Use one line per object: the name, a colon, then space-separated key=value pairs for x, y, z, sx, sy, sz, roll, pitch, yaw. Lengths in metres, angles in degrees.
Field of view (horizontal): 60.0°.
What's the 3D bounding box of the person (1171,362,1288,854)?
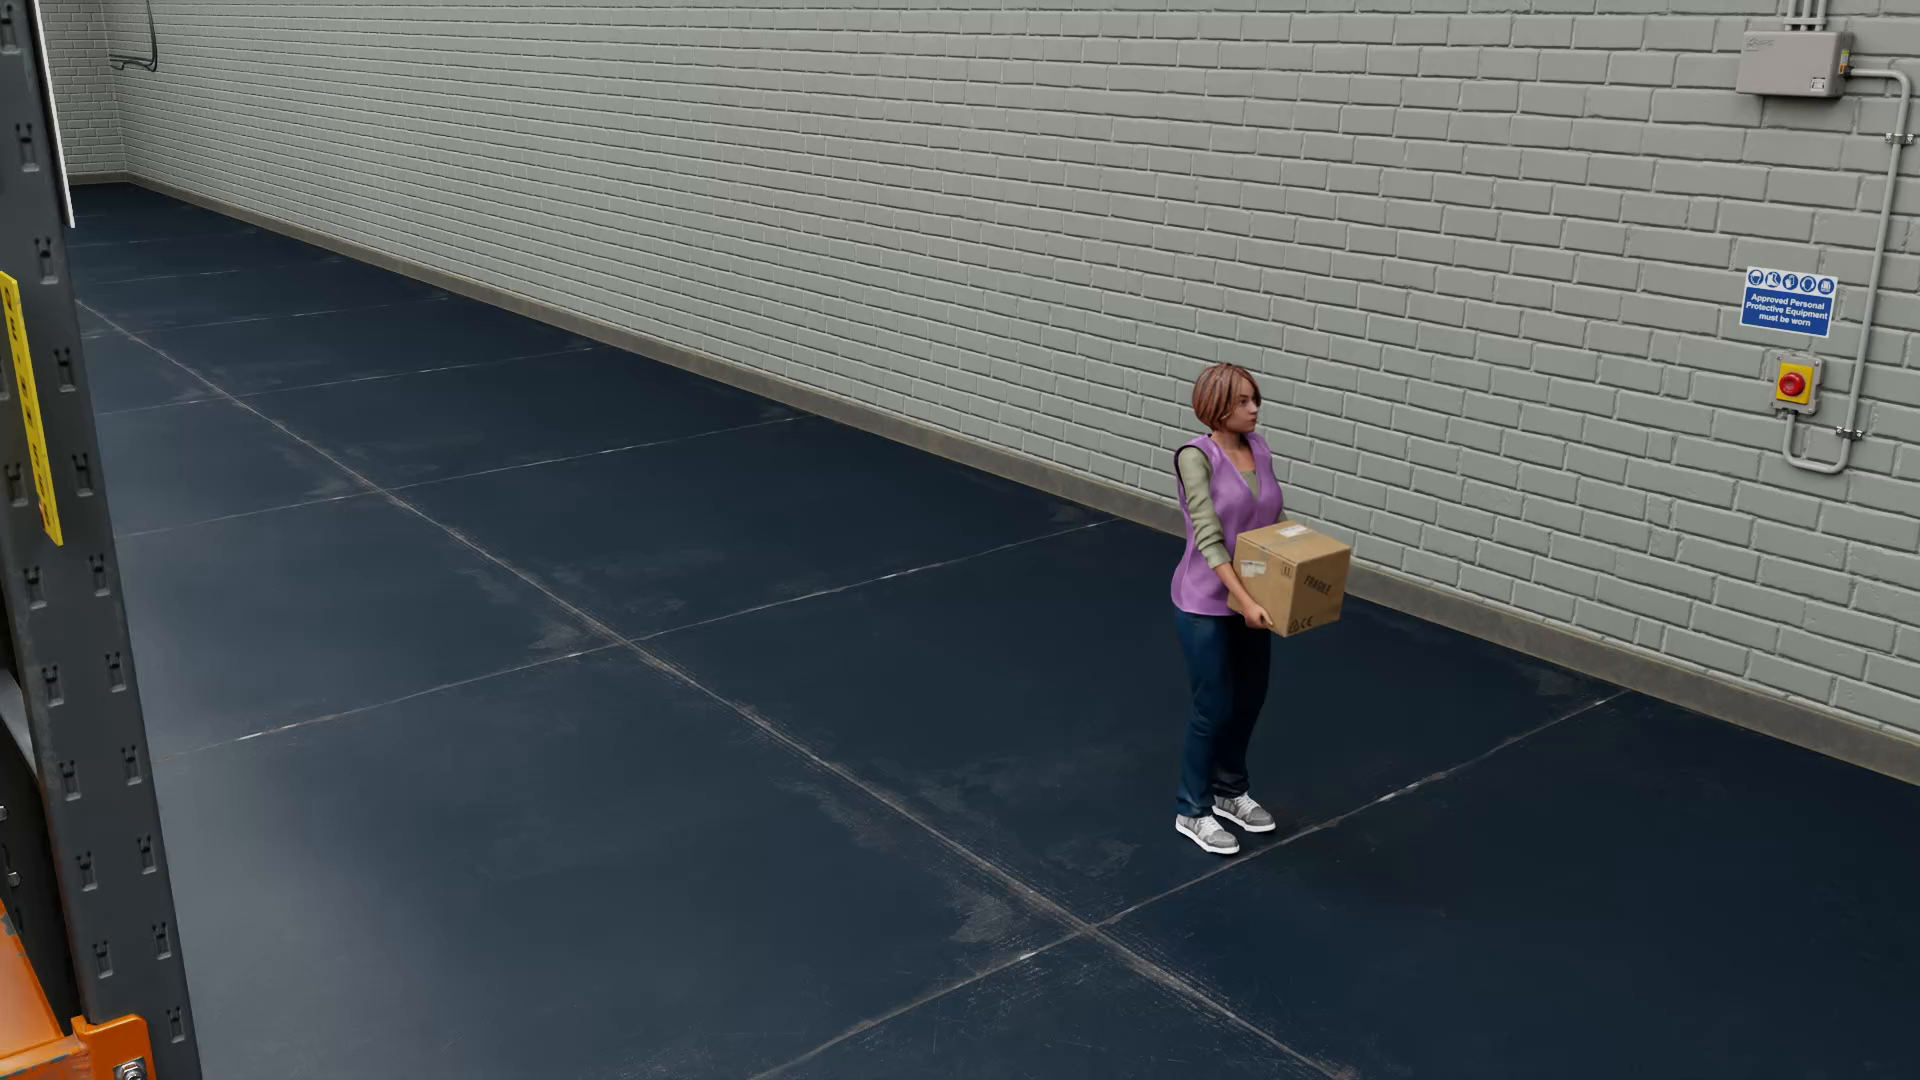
person: x=0.912 y=0.237 z=5.349 sx=0.405 sy=1.590 sz=0.492 roll=-13 pitch=22 yaw=-35
